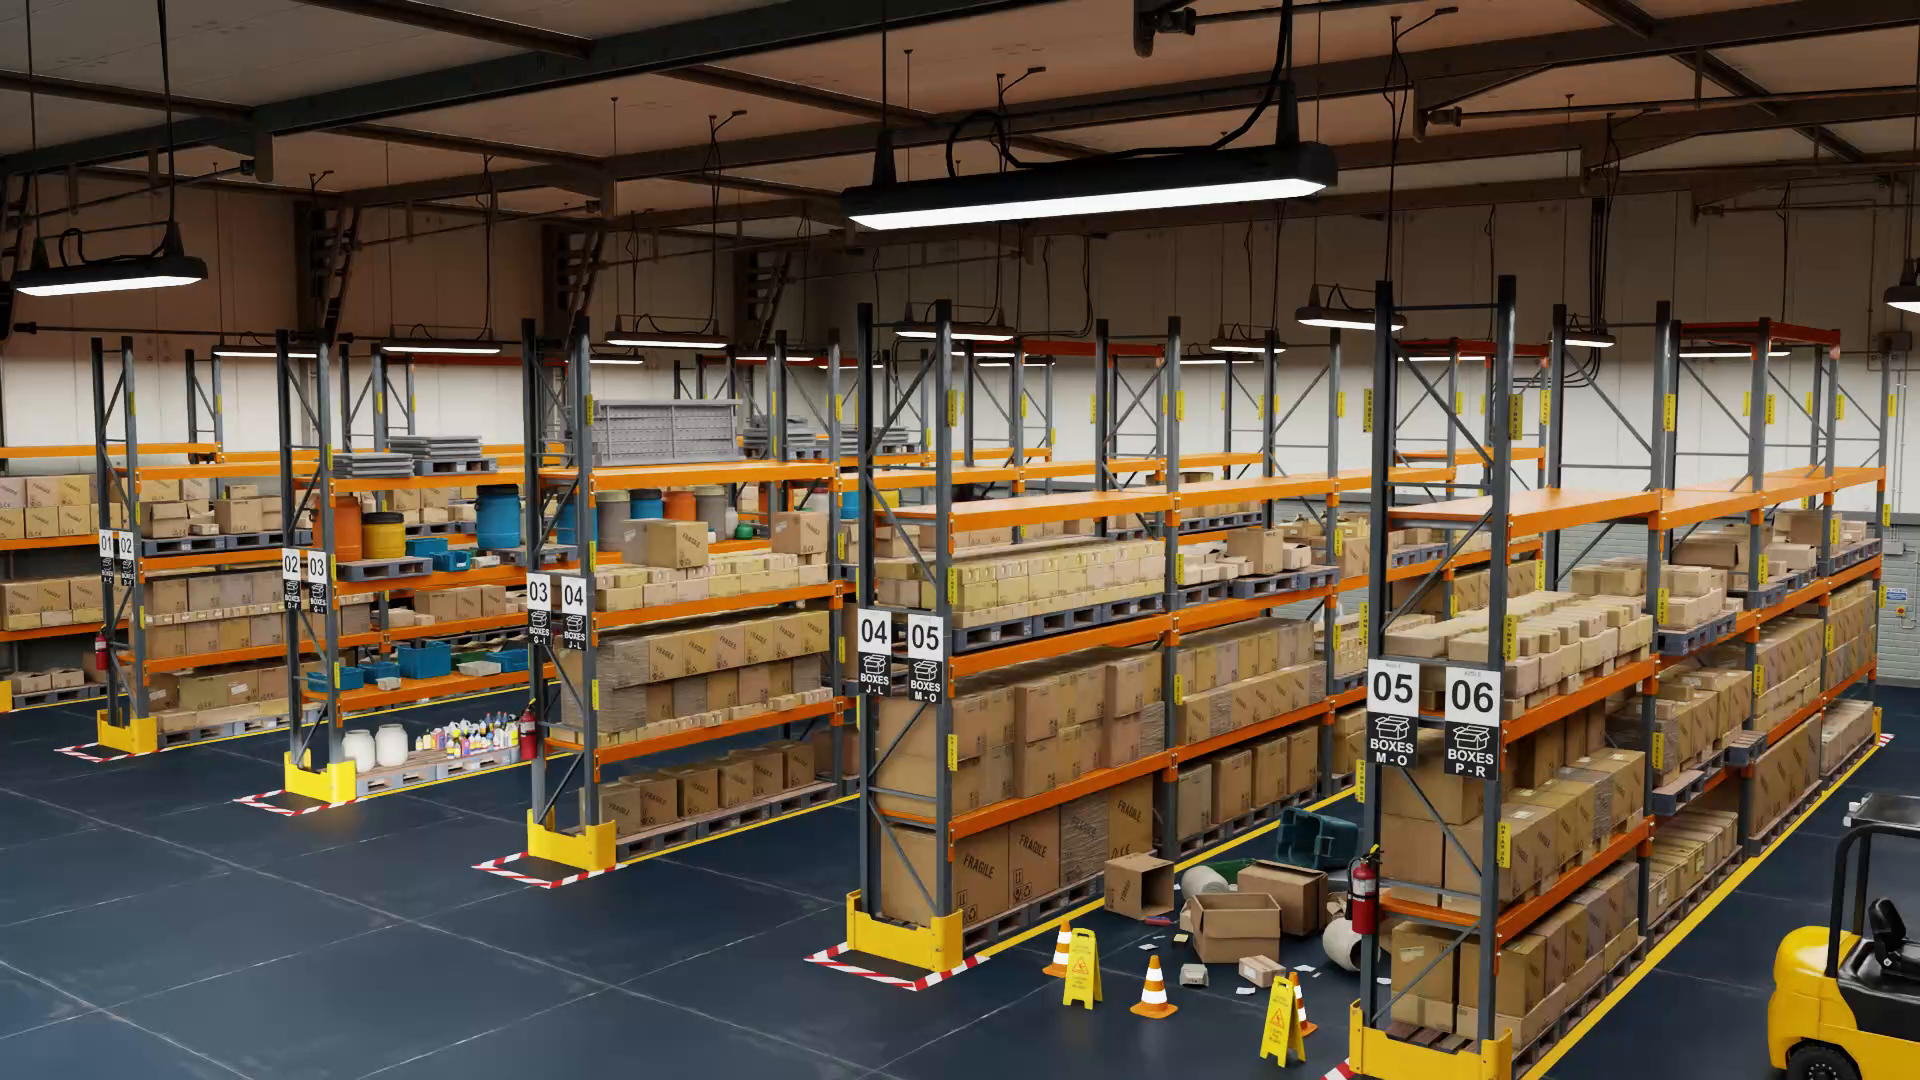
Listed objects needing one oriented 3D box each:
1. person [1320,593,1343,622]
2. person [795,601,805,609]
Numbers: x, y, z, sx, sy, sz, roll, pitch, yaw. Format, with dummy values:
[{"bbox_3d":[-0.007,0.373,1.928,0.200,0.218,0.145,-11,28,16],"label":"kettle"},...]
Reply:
[{"bbox_3d":[6.930,1.677,31.037,0.467,1.553,0.781,1,5,12],"label":"person"},{"bbox_3d":[-2.407,1.830,25.986,0.653,1.718,0.672,0,5,-5],"label":"person"}]
